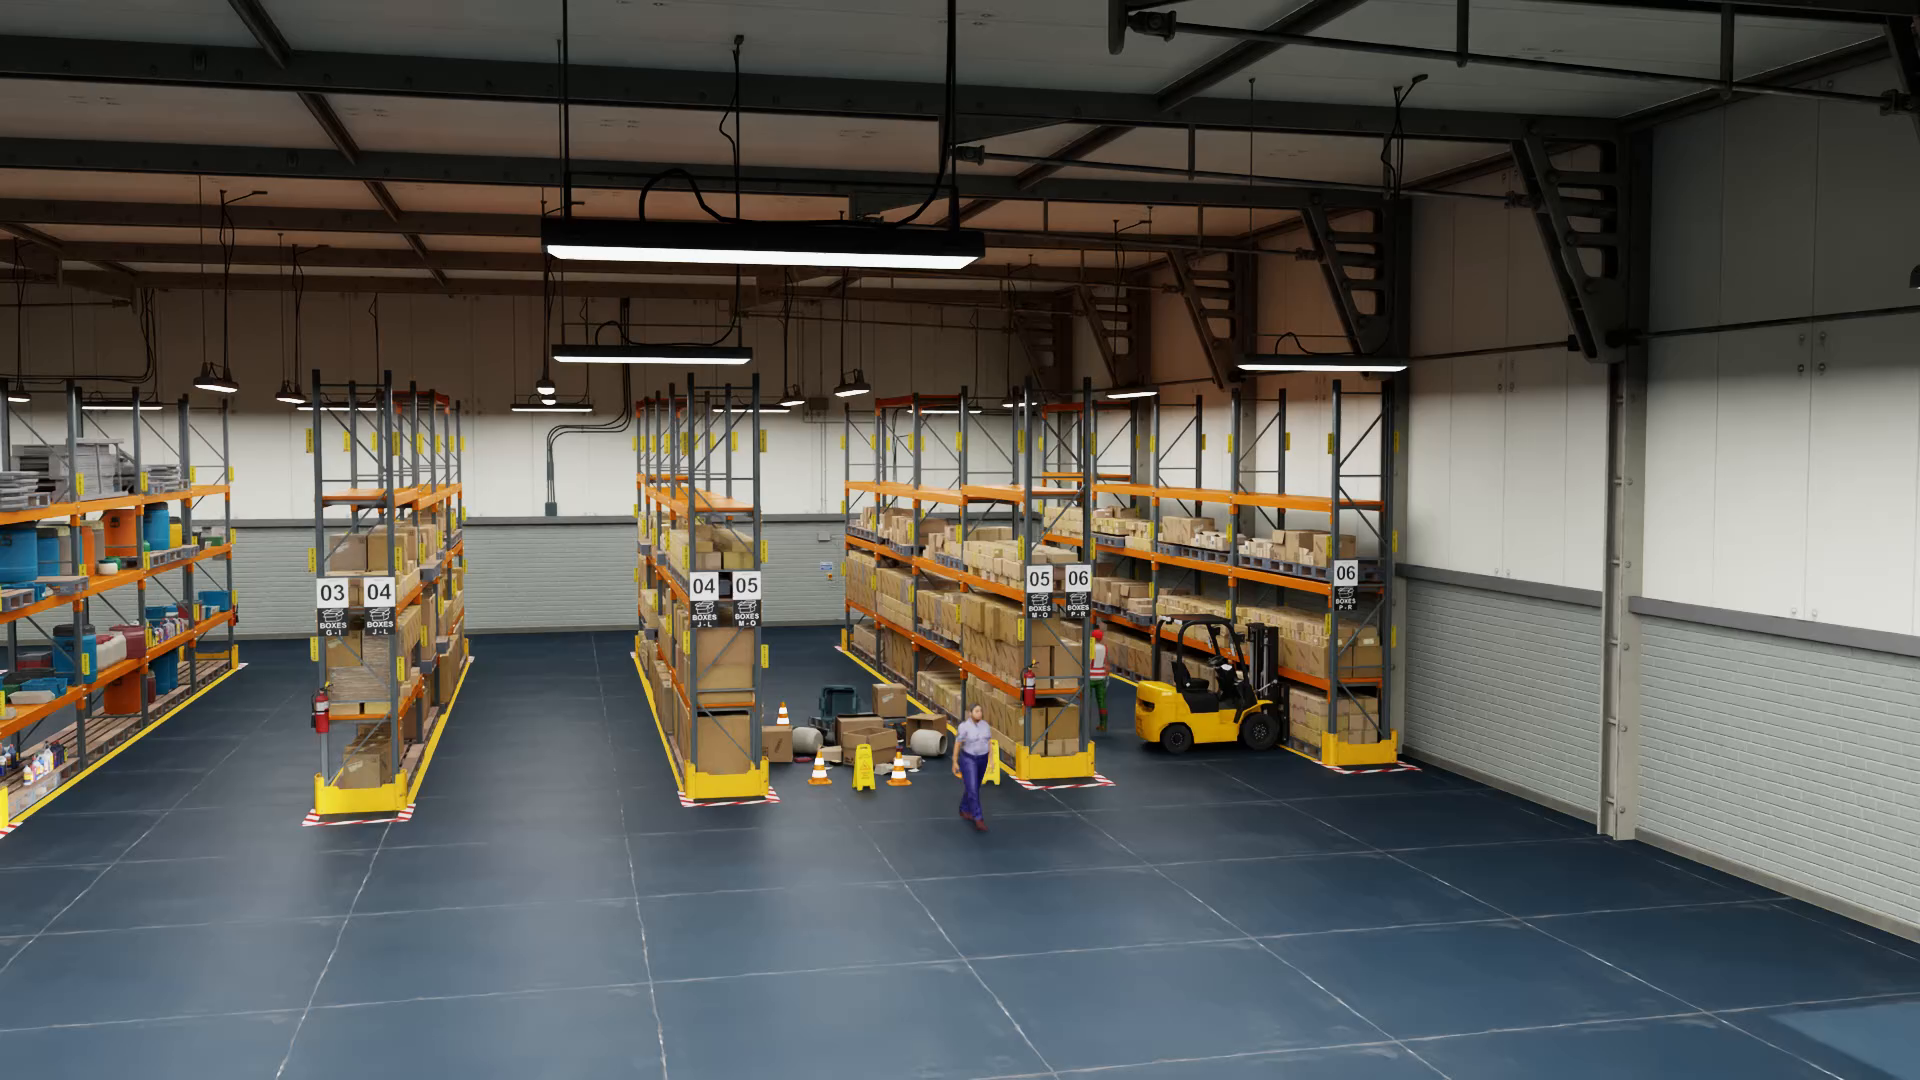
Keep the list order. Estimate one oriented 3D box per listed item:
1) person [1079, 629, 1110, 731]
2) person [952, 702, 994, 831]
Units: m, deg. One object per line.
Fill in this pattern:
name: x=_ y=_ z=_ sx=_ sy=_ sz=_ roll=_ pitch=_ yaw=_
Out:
person: x=2.351 y=2.440 z=29.108 sx=0.627 sy=1.791 sz=0.730 roll=-1 pitch=3 yaw=-17
person: x=0.210 y=2.921 z=21.778 sx=0.534 sy=1.598 sz=0.936 roll=-3 pitch=4 yaw=-39
